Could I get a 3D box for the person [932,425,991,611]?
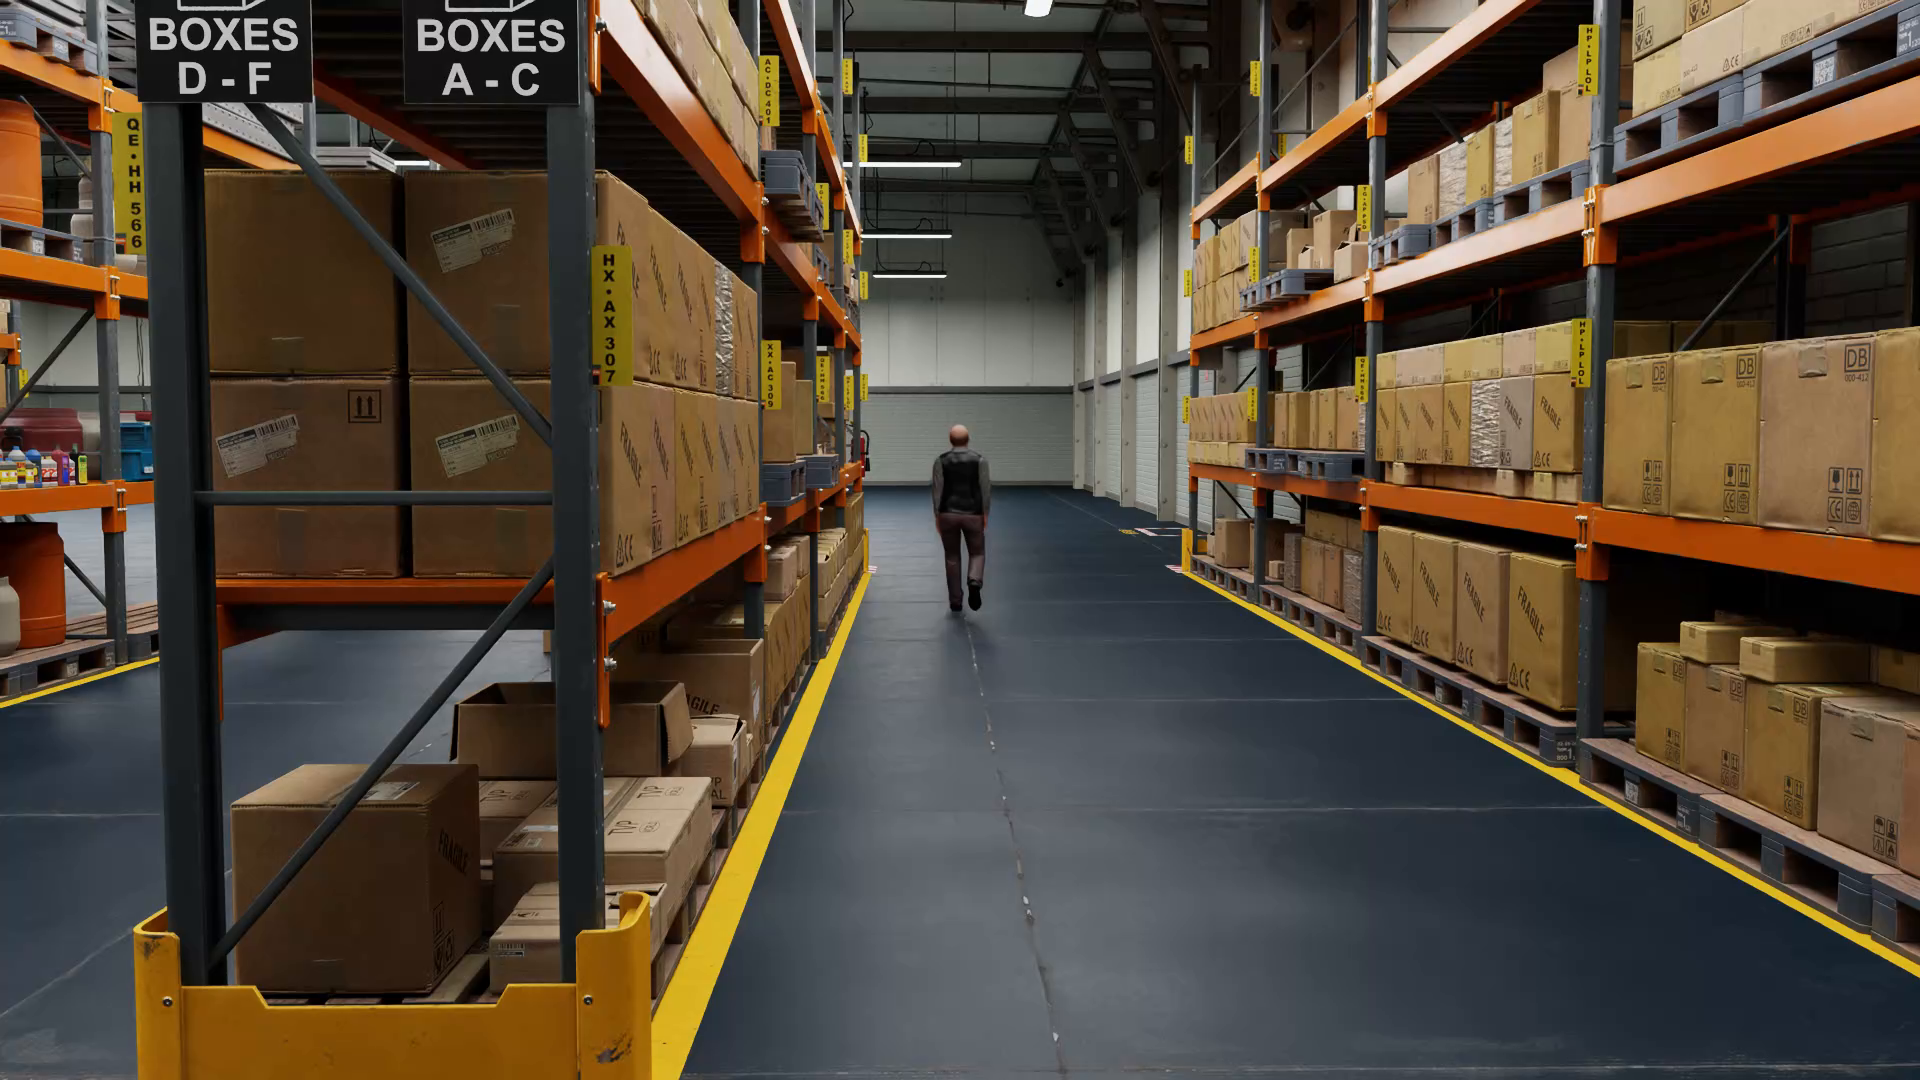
[{"bbox_3d":[0.013,-0.202,15.241,0.536,1.710,0.556,0,4,0],"label":"person"}]
